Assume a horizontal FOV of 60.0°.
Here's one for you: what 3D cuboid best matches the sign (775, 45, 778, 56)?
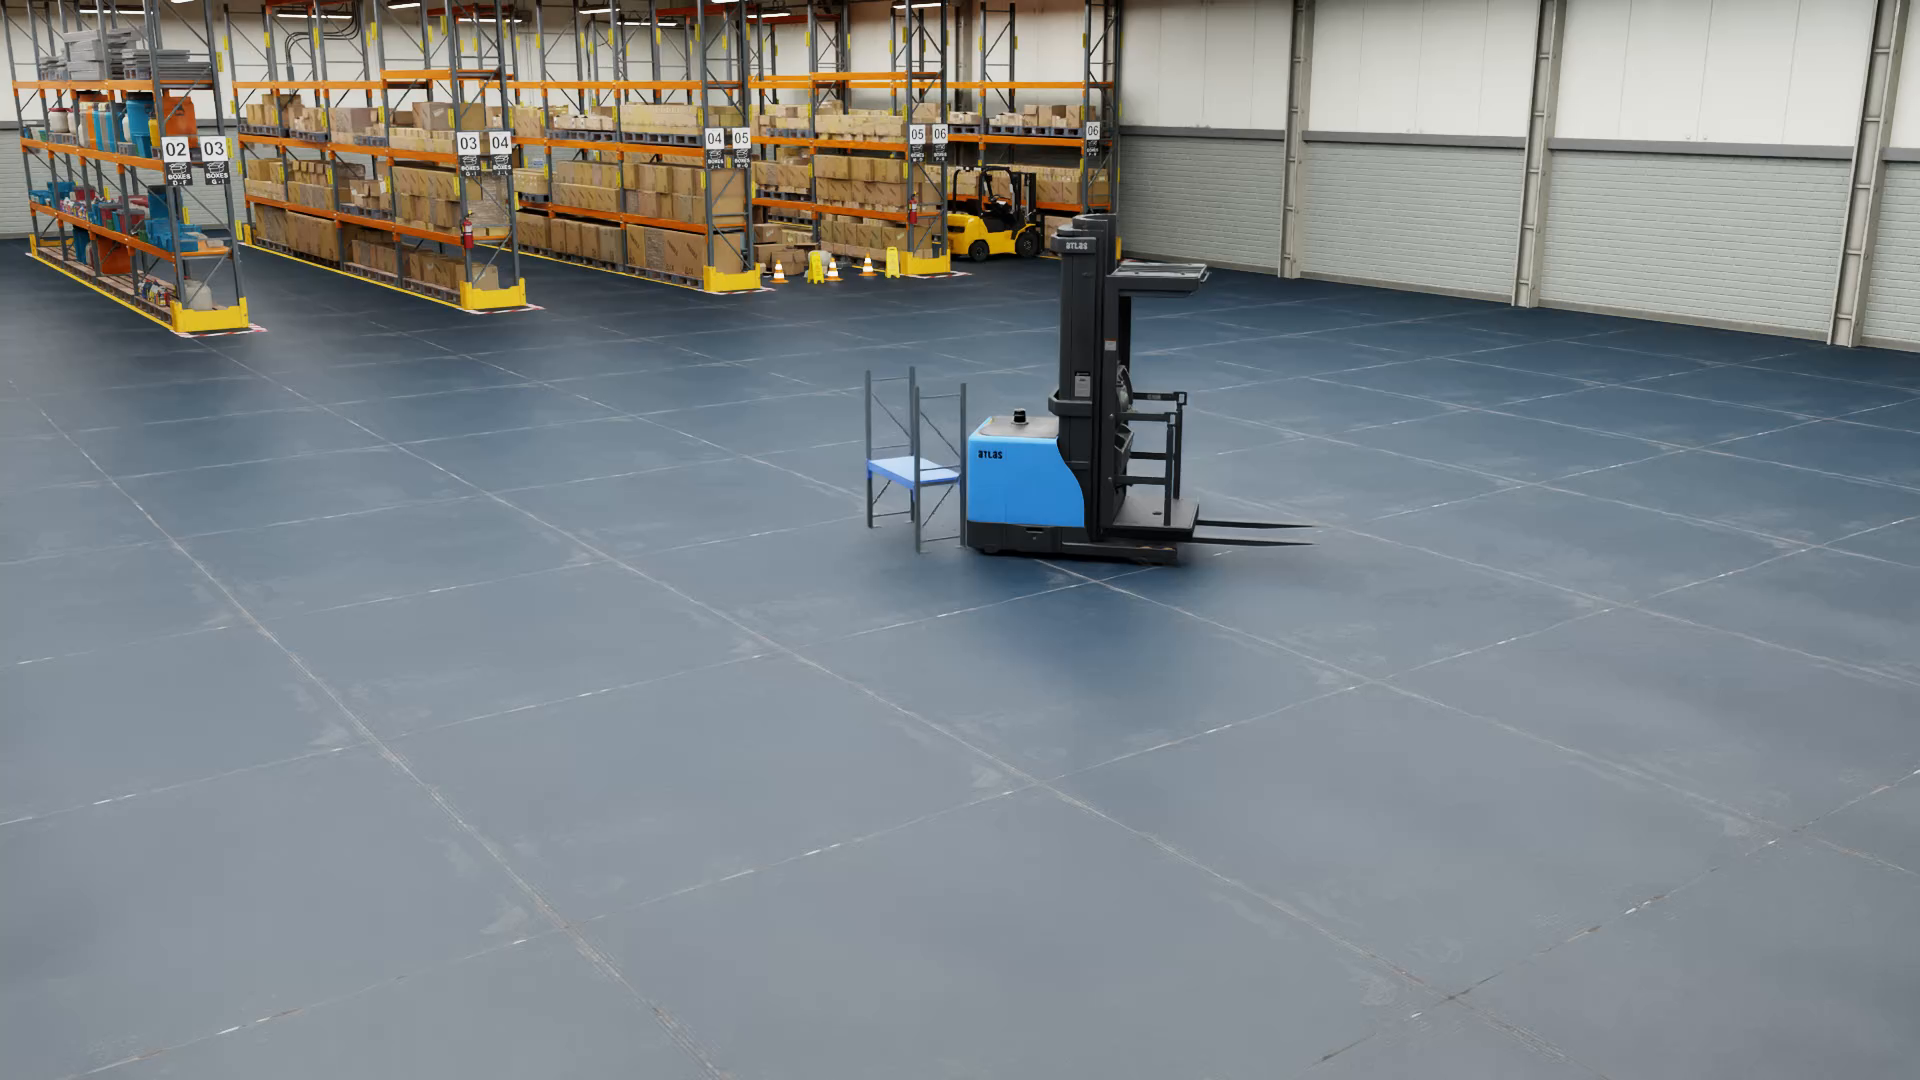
[{"bbox_3d":[-5.653,-15.059,51.153,0.100,0.325,0.005,-11,19,-35],"label":"sign"}]

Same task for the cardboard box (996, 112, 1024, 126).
[{"bbox_3d":[1.234,-10.433,41.188,0.500,0.311,0.500,-10,18,-33],"label":"cardboard box"}]

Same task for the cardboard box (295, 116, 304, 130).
[{"bbox_3d":[-15.218,-9.751,38.885,0.500,0.311,0.500,-12,19,-36],"label":"cardboard box"}]

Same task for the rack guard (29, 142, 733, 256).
[{"bbox_3d":[-13.489,-7.460,37.156,11.052,2.825,16.299,-11,19,-35],"label":"rack guard"}]

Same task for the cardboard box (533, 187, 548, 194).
[{"bbox_3d":[-10.029,-8.402,39.947,0.380,0.149,0.250,-10,18,-34],"label":"cardboard box"}]

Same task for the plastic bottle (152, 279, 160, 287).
[{"bbox_3d":[-14.837,-4.636,30.690,0.144,0.351,0.185,-11,19,-35],"label":"plastic bottle"}]

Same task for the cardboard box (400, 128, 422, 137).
[{"bbox_3d":[-10.790,-8.026,32.739,0.380,0.149,0.250,-11,19,-34],"label":"cardboard box"}]

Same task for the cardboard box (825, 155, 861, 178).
[{"bbox_3d":[-2.705,-8.656,38.549,0.700,0.500,0.500,-11,19,-34],"label":"cardboard box"}]

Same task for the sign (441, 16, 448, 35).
[{"bbox_3d":[-9.196,-9.169,29.634,0.100,0.325,0.005,-11,19,-35],"label":"sign"}]

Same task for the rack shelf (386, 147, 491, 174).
[{"bbox_3d":[-9.911,-7.357,32.129,1.077,0.370,4.000,-11,19,-35],"label":"rack shelf"}]

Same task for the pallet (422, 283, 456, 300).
[{"bbox_3d":[-9.942,-4.941,32.902,1.003,0.211,1.213,-11,19,-35],"label":"pallet"}]

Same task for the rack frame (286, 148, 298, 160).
[{"bbox_3d":[-15.788,-8.393,40.234,0.949,2.616,0.053,-11,19,-35],"label":"rack frame"}]

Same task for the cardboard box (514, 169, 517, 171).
[{"bbox_3d":[-11.166,-9.397,42.453,0.380,0.149,0.250,-12,19,-36],"label":"cardboard box"}]

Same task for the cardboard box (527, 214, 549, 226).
[{"bbox_3d":[-10.287,-7.857,40.793,0.500,0.250,0.500,-11,19,-34],"label":"cardboard box"}]

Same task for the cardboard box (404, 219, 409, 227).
[{"bbox_3d":[-10.898,-6.366,33.303,0.380,0.149,0.250,-11,19,-35],"label":"cardboard box"}]

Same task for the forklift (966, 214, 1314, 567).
[{"bbox_3d":[1.628,-1.334,14.573,3.031,2.935,1.130,3,16,11],"label":"forklift"}]

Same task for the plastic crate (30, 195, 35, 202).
[{"bbox_3d":[-22.148,-8.195,39.894,0.250,0.136,0.298,-11,19,-35],"label":"plastic crate"}]

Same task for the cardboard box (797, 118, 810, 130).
[{"bbox_3d":[-3.531,-9.902,39.552,0.500,0.250,0.500,-11,19,-36],"label":"cardboard box"}]

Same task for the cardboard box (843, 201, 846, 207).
[{"bbox_3d":[-2.474,-7.776,38.455,0.380,0.149,0.250,-11,19,-35],"label":"cardboard box"}]

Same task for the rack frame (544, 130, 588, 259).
[{"bbox_3d":[-9.367,-8.287,39.845,1.000,3.000,0.127,-11,19,-35],"label":"rack frame"}]

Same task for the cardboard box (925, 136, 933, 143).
[{"bbox_3d":[-0.651,-8.815,36.570,0.380,0.149,0.250,-11,19,-34],"label":"cardboard box"}]

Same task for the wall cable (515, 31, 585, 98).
[{"bbox_3d":[-13.089,-14.966,52.883,2.355,3.000,0.029,-11,19,-35],"label":"wall cable"}]

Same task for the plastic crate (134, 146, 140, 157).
[{"bbox_3d":[-14.385,-6.881,29.428,0.336,0.188,0.450,-11,19,-35],"label":"plastic crate"}]

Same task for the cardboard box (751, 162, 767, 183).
[{"bbox_3d":[-5.033,-9.229,41.738,0.500,0.500,0.500,-10,18,-32],"label":"cardboard box"}]

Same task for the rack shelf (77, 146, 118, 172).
[{"bbox_3d":[-16.269,-7.442,32.441,1.077,0.370,4.000,-11,19,-35],"label":"rack shelf"}]

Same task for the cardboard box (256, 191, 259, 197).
[{"bbox_3d":[-17.595,-8.779,42.121,0.380,0.149,0.250,-11,19,-36],"label":"cardboard box"}]

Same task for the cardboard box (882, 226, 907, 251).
[{"bbox_3d":[-1.401,-6.737,37.175,0.500,0.500,0.500,-11,19,-34],"label":"cardboard box"}]

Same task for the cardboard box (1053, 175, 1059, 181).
[{"bbox_3d":[2.450,-8.701,39.940,0.380,0.149,0.250,-11,19,-35],"label":"cardboard box"}]

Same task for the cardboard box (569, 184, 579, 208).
[{"bbox_3d":[-8.724,-7.981,38.540,0.500,0.500,0.500,-11,19,-35],"label":"cardboard box"}]

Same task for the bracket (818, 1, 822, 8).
[{"bbox_3d":[-3.973,-15.654,48.579,0.235,0.232,0.430,-11,19,-35],"label":"bracket"}]

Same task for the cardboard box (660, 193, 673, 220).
[{"bbox_3d":[-5.832,-7.083,35.162,0.875,0.550,0.500,-11,19,-35],"label":"cardboard box"}]

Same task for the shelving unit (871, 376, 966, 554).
[{"bbox_3d":[-0.409,-0.751,15.153,0.500,1.500,1.039,-8,17,-27],"label":"shelving unit"}]

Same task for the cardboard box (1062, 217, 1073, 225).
[{"bbox_3d":[2.771,-7.548,39.665,0.500,0.250,0.500,-10,18,-33],"label":"cardboard box"}]

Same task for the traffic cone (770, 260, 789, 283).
[{"bbox_3d":[-3.827,-5.689,35.158,0.336,0.463,0.334,-11,19,-35],"label":"traffic cone"}]

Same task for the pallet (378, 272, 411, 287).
[{"bbox_3d":[-11.546,-5.505,34.965,1.003,0.211,1.213,-11,19,-35],"label":"pallet"}]

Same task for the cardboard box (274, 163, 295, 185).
[{"bbox_3d":[-16.277,-8.882,40.320,0.500,0.500,0.500,-10,18,-33],"label":"cardboard box"}]

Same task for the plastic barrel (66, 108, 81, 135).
[{"bbox_3d":[-18.609,-8.840,35.130,0.433,0.535,0.433,0,15,0],"label":"plastic barrel"}]

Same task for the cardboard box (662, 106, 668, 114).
[{"bbox_3d":[-5.883,-8.830,34.129,0.380,0.149,0.250,-11,19,-35],"label":"cardboard box"}]

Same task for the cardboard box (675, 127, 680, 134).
[{"bbox_3d":[-5.580,-8.336,33.834,0.380,0.149,0.250,-11,19,-34],"label":"cardboard box"}]

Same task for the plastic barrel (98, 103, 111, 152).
[{"bbox_3d":[-15.952,-7.819,31.503,0.600,0.901,0.600,0,15,0],"label":"plastic barrel"}]

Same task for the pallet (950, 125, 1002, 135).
[{"bbox_3d":[0.413,-10.535,42.738,0.805,0.209,1.217,-12,19,-37],"label":"pallet"}]

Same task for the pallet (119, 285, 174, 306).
[{"bbox_3d":[-15.586,-4.732,32.140,1.003,0.211,1.213,-11,19,-35],"label":"pallet"}]

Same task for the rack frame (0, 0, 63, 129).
[{"bbox_3d":[-22.149,-11.372,39.752,1.000,3.000,0.127,-11,19,-35],"label":"rack frame"}]

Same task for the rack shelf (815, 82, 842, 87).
[{"bbox_3d":[-4.246,-11.098,40.501,0.919,0.124,3.809,-11,19,-35],"label":"rack shelf"}]

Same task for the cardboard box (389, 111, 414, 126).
[{"bbox_3d":[-11.283,-8.499,33.948,0.797,0.503,0.637,-12,19,-37],"label":"cardboard box"}]

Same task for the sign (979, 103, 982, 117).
[{"bbox_3d":[0.509,-10.755,41.607,0.100,0.325,0.005,-11,19,-35],"label":"sign"}]

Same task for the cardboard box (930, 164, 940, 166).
[{"bbox_3d":[-0.707,-10.068,44.934,0.380,0.149,0.250,-11,19,-35],"label":"cardboard box"}]

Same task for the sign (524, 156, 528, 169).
[{"bbox_3d":[-11.272,-9.786,43.130,0.100,0.325,0.005,-11,19,-35],"label":"sign"}]

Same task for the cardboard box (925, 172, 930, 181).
[{"bbox_3d":[-0.760,-9.662,44.208,0.500,0.250,0.500,-11,19,-36],"label":"cardboard box"}]

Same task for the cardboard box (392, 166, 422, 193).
[{"bbox_3d":[-11.028,-7.223,33.311,0.500,0.500,0.500,-11,19,-35],"label":"cardboard box"}]

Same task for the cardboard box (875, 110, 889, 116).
[{"bbox_3d":[-2.117,-11.707,45.625,0.380,0.149,0.250,-12,19,-36],"label":"cardboard box"}]

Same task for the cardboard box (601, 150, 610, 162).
[{"bbox_3d":[-10.074,-11.169,48.291,0.500,0.500,0.500,-11,19,-36],"label":"cardboard box"}]

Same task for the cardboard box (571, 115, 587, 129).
[{"bbox_3d":[-8.523,-9.536,37.911,0.500,0.311,0.500,-11,19,-36],"label":"cardboard box"}]

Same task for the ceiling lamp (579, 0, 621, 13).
[{"bbox_3d":[-9.050,-15.123,42.400,0.800,3.185,2.000,-11,19,-35],"label":"ceiling lamp"}]
